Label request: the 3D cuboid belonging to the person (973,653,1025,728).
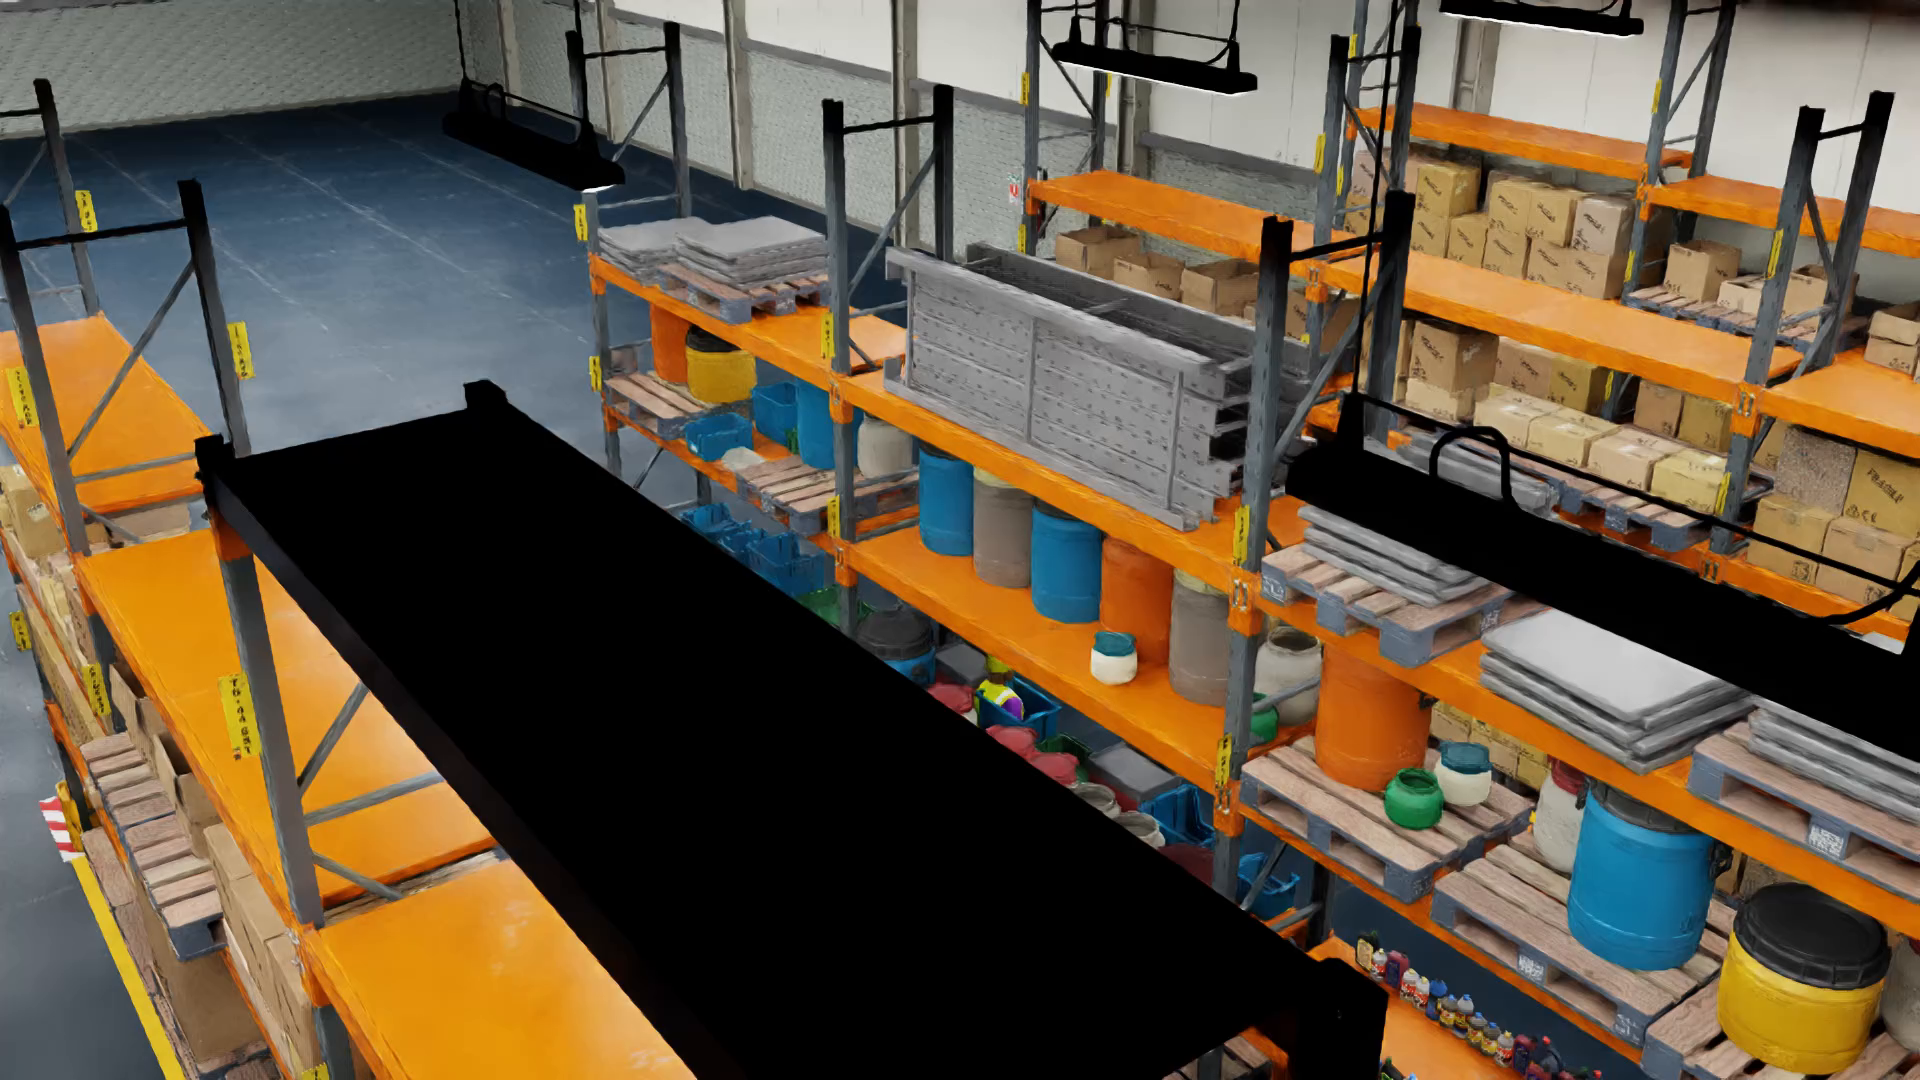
[{"bbox_3d":[0.281,1.639,12.824,0.493,1.769,0.640,-22,33,-39],"label":"person"}]
